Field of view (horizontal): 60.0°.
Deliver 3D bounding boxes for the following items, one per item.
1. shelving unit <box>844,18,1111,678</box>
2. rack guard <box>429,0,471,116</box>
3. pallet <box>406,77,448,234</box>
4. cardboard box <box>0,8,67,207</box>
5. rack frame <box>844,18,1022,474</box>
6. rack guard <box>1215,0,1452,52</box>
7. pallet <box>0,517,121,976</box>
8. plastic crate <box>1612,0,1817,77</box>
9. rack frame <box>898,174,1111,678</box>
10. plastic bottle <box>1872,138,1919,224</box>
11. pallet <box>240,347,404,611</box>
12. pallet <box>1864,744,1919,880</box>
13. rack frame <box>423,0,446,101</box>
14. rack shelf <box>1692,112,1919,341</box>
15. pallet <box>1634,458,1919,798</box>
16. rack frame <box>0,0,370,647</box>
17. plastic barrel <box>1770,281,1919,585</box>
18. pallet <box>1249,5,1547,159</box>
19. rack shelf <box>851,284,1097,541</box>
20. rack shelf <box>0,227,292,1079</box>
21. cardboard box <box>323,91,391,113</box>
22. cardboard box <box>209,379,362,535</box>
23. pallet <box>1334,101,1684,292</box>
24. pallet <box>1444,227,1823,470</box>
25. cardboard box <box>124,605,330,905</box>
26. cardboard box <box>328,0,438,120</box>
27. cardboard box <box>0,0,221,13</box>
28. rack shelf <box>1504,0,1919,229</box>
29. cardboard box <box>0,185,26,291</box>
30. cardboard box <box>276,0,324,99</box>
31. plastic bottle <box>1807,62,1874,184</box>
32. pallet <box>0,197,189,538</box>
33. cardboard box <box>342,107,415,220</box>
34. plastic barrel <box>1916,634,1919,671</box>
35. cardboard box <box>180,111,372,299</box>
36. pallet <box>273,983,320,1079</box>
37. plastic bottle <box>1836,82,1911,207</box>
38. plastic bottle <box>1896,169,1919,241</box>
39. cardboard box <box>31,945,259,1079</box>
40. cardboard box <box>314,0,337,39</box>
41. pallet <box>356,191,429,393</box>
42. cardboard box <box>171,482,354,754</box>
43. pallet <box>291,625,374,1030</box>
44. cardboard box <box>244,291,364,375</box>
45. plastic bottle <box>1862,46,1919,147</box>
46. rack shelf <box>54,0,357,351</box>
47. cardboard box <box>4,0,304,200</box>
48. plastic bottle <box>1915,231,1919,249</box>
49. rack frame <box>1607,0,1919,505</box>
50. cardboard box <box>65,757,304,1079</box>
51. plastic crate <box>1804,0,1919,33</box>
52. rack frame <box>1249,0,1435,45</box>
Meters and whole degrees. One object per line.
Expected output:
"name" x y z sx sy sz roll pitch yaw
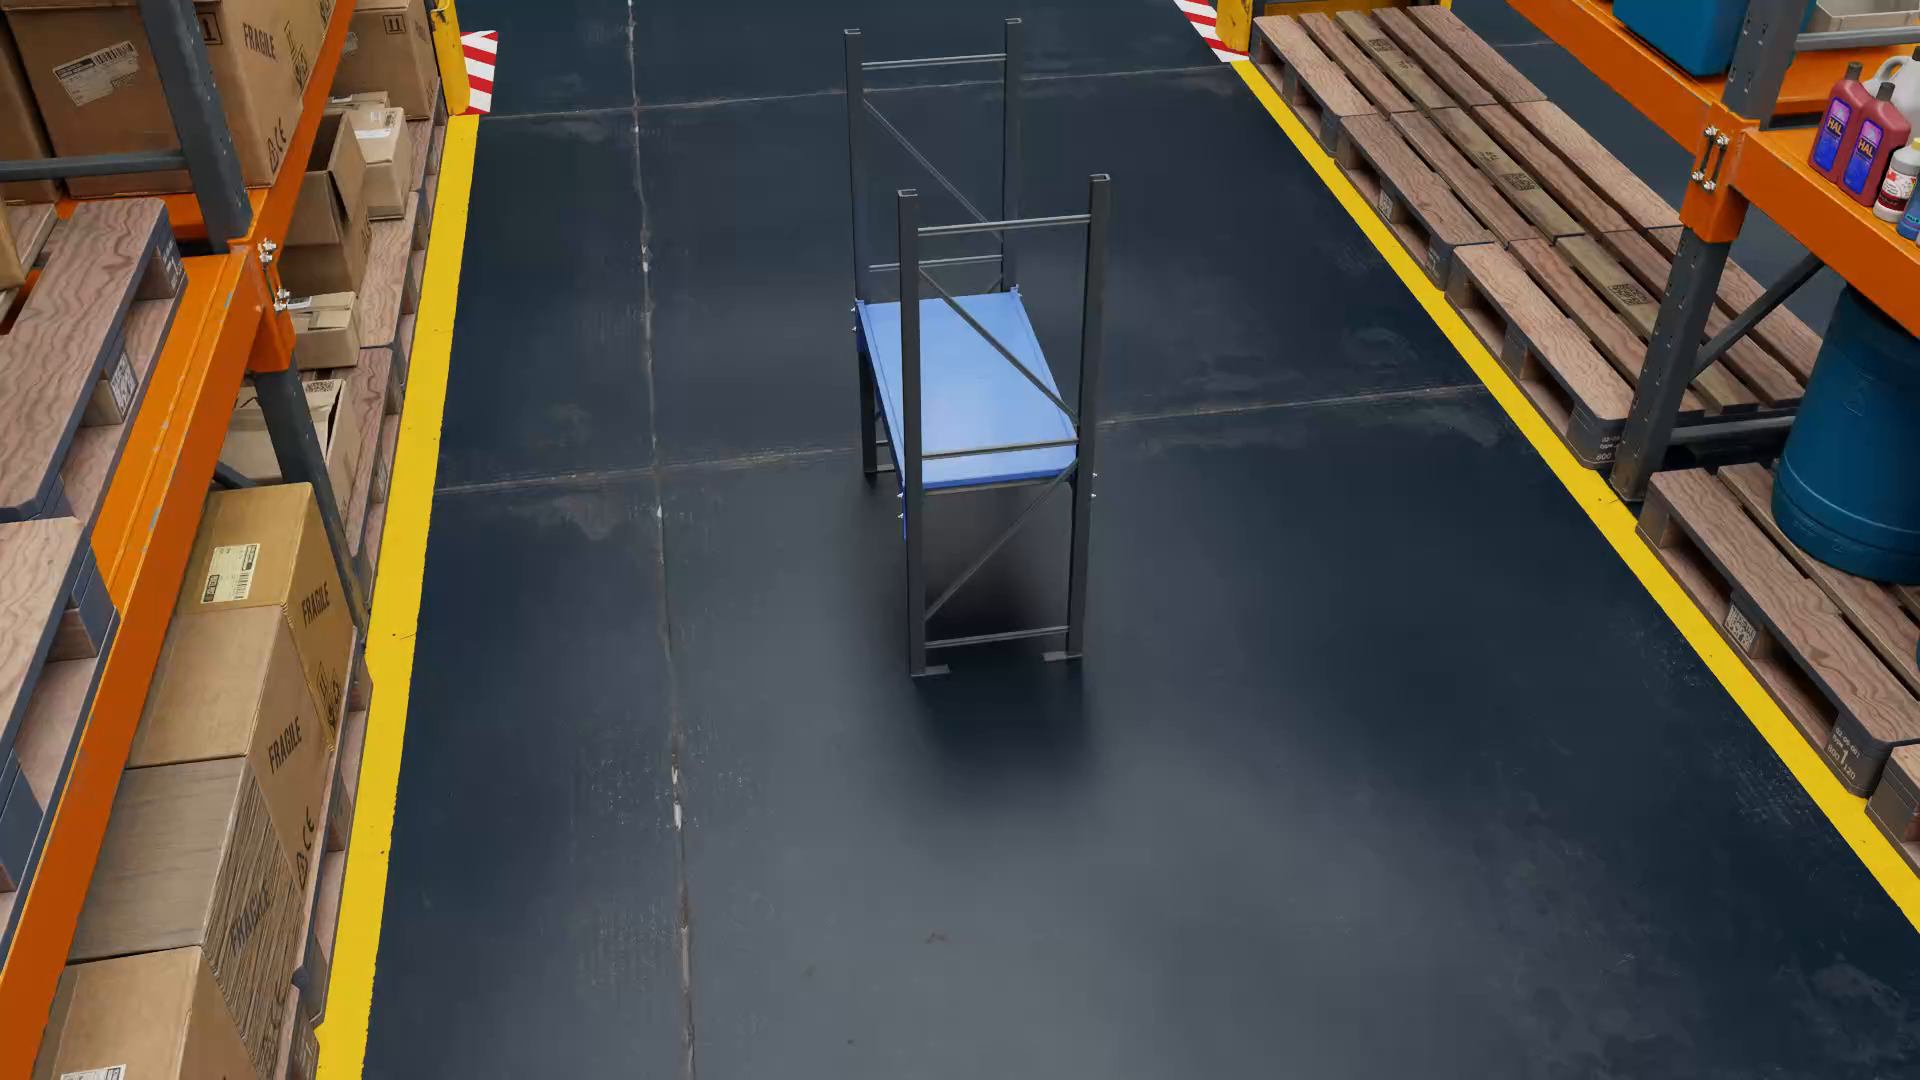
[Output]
"shelving unit" 0.015 -0.541 4.724 0.538 1.500 1.048 -6 38 -8
"rack guard" -2.925 -2.242 7.728 1.175 0.500 0.348 -6 38 -8
"pallet" -2.784 -1.646 7.197 1.003 0.211 1.213 -6 38 -8
"cardboard box" -2.577 -1.173 4.233 0.500 0.500 0.500 -6 38 -7
"rack frame" -0.074 -0.848 5.119 0.500 1.500 0.032 -6 38 -8
"rack guard" 1.922 -2.831 8.487 1.175 0.500 0.348 -6 38 -8
"pallet" -1.881 0.459 2.371 1.003 0.211 1.213 -6 38 -8
"plastic crate" 2.223 -1.652 4.896 0.392 0.384 0.575 -6 38 -8
"rack frame" 0.104 -0.234 4.328 0.500 1.500 0.032 -6 38 -8
"plastic bottle" 2.346 -0.895 4.119 0.097 0.201 0.097 0 38 0
"pallet" -2.357 -0.172 5.300 1.003 0.211 1.213 -6 38 -8
"pallet" 2.952 0.921 3.893 1.003 0.211 1.213 -6 38 -8
"rack frame" -2.938 -3.275 7.020 1.000 3.000 0.127 -6 38 -8
"rack shelf" 2.991 0.103 3.259 1.077 0.370 4.000 -6 38 -8
"pallet" 2.734 0.182 4.843 1.003 0.211 1.213 -6 38 -8
"rack frame" -2.237 -0.859 3.911 1.000 3.000 0.127 -6 38 -8
"plastic barrel" 2.719 -0.396 4.683 0.600 0.901 0.708 -6 38 -8
"pallet" 2.045 -2.202 7.912 1.003 0.211 1.213 -6 38 -8
"rack shelf" 0.015 -0.399 4.834 0.538 0.185 1.000 -6 38 -8
"rack shelf" -1.886 0.633 2.576 1.077 0.370 4.000 -6 38 -8
"cardboard box" -2.618 -1.773 7.039 0.380 0.166 0.250 -6 38 -8
"cardboard box" -2.098 -0.248 4.957 0.500 0.311 0.500 -6 38 -8
"pallet" 2.256 -1.467 6.966 1.003 0.211 1.213 -6 38 -8
"pallet" 2.473 -0.728 6.015 1.003 0.211 1.213 -6 38 -8
"cardboard box" -1.790 0.521 3.813 0.500 0.500 0.500 -6 38 -8
"cardboard box" -2.601 -2.160 7.264 0.500 0.500 0.500 -6 38 -8
"cardboard box" -2.043 -1.608 3.978 0.500 0.500 0.500 -5 38 -7
"rack shelf" 2.290 -2.313 6.369 1.077 0.370 4.000 -6 38 -8
"cardboard box" -2.374 -0.754 3.352 0.700 0.500 0.500 -19 42 -23
"cardboard box" -2.151 -1.544 4.711 0.500 0.500 0.500 -6 38 -7
"plastic bottle" 2.284 -1.076 4.285 0.061 0.283 0.133 -6 38 -8
"pallet" -2.204 -0.289 3.333 1.003 0.211 1.213 -6 38 -8
"cardboard box" -2.464 -1.484 6.598 0.500 0.250 0.500 -6 38 -8
"plastic barrel" 2.843 0.032 4.132 0.600 0.901 0.708 -6 38 -8
"cardboard box" -2.572 -1.181 6.001 0.797 0.503 0.637 -6 38 -8
"pallet" -1.840 1.468 3.188 1.003 0.211 1.213 -6 38 -8
"plastic bottle" 2.308 -0.995 4.181 0.061 0.283 0.133 -6 38 -8
"plastic bottle" 2.363 -0.864 4.022 0.097 0.271 0.097 0 38 0
"cardboard box" -1.611 1.131 3.028 0.500 0.500 0.500 -7 38 -9
"cardboard box" -2.237 -1.847 5.101 0.500 0.500 0.500 -6 38 -8
"pallet" -2.574 -0.911 6.251 1.003 0.211 1.213 -6 38 -8
"cardboard box" -1.868 0.222 4.198 0.500 0.500 0.500 -6 38 -8
"pallet" -2.057 0.730 4.139 1.003 0.211 1.213 -6 38 -8
"cardboard box" -2.259 -0.712 5.672 0.380 0.166 0.250 -6 38 -8
"plastic bottle" 2.390 -1.098 4.259 0.144 0.351 0.185 -6 38 -8
"rack shelf" -2.588 -1.783 5.686 1.077 0.370 4.000 -6 38 -8
"cardboard box" -2.058 -1.235 4.314 0.500 0.500 0.500 -5 38 -7
"plastic bottle" 2.410 -0.799 3.934 0.152 0.276 0.135 -6 38 -8
"rack frame" 2.640 -1.389 4.593 1.000 3.000 0.127 -6 38 -8
"cardboard box" -1.703 0.824 3.423 0.500 0.500 0.500 -6 38 -7
"plastic crate" 2.699 -1.605 5.037 0.396 0.136 0.243 -6 38 -8
"rack frame" 1.939 -3.805 7.703 1.000 3.000 0.127 -6 38 -8
